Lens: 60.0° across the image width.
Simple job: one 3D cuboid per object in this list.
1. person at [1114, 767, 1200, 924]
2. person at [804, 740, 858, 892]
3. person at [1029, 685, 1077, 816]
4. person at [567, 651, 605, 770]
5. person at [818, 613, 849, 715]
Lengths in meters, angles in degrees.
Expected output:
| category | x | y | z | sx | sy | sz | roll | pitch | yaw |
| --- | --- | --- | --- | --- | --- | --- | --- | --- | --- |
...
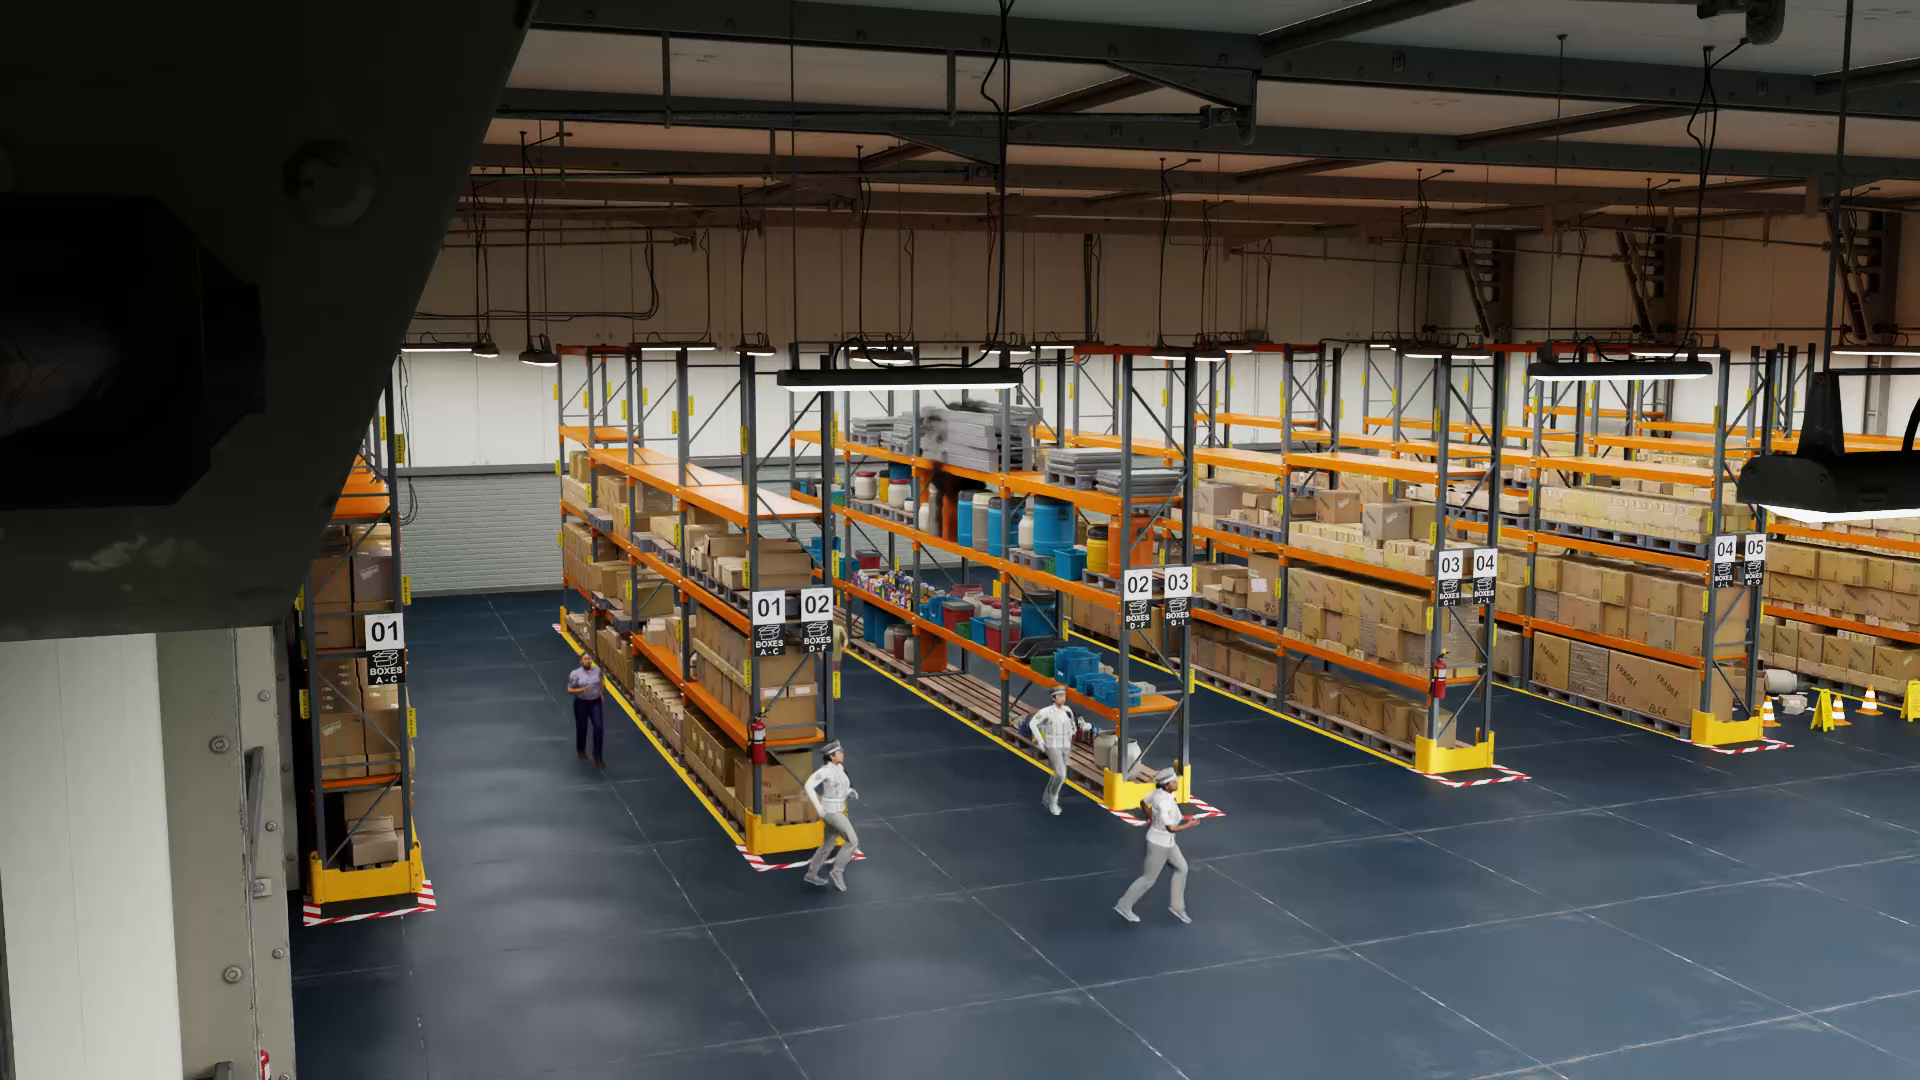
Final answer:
| category | x | y | z | sx | sy | sz | roll | pitch | yaw |
| --- | --- | --- | --- | --- | --- | --- | --- | --- | --- |
| person | 2.099 | 3.258 | 17.705 | 0.892 | 1.746 | 0.585 | 1 | 7 | 5 |
| person | -1.447 | 3.108 | 18.900 | 0.636 | 1.694 | 0.602 | 1 | 7 | 6 |
| person | 1.284 | 2.745 | 21.798 | 0.580 | 1.696 | 0.599 | -5 | 9 | -32 |
| person | -5.409 | 2.453 | 24.150 | 0.588 | 1.699 | 0.735 | -3 | 8 | -23 |
| person | -2.145 | 2.010 | 27.639 | 0.591 | 1.715 | 0.777 | -2 | 8 | -19 |
